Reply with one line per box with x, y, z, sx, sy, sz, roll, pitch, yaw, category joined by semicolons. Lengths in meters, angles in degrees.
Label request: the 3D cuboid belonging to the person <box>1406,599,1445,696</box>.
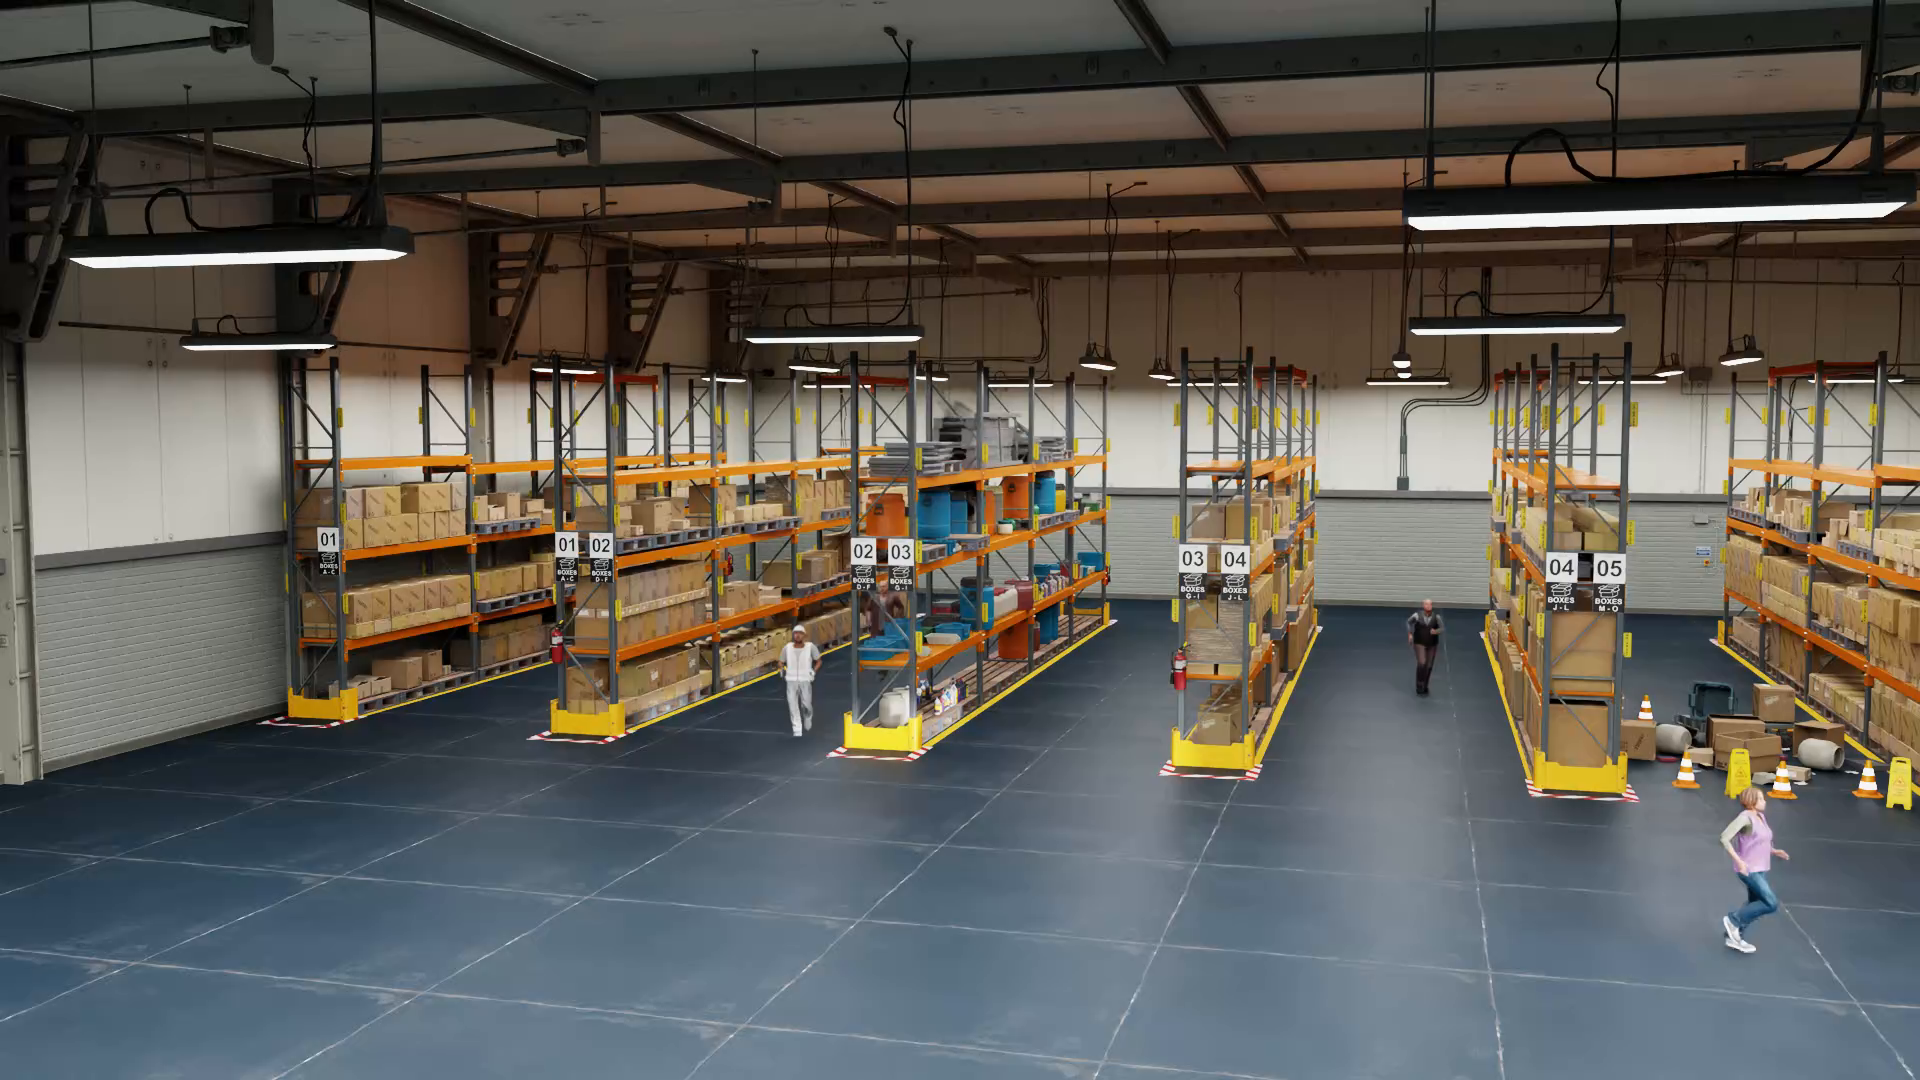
8.441;1.934;30.125;0.638;1.738;0.686;0;4;3;person

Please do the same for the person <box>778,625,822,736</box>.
-2.522;2.204;26.030;0.679;1.732;0.611;0;4;2;person

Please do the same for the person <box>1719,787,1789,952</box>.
7.413;3.083;15.485;0.549;1.559;0.522;4;6;45;person

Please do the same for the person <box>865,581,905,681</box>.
-1.386;1.626;30.109;0.711;1.777;0.869;1;4;11;person
